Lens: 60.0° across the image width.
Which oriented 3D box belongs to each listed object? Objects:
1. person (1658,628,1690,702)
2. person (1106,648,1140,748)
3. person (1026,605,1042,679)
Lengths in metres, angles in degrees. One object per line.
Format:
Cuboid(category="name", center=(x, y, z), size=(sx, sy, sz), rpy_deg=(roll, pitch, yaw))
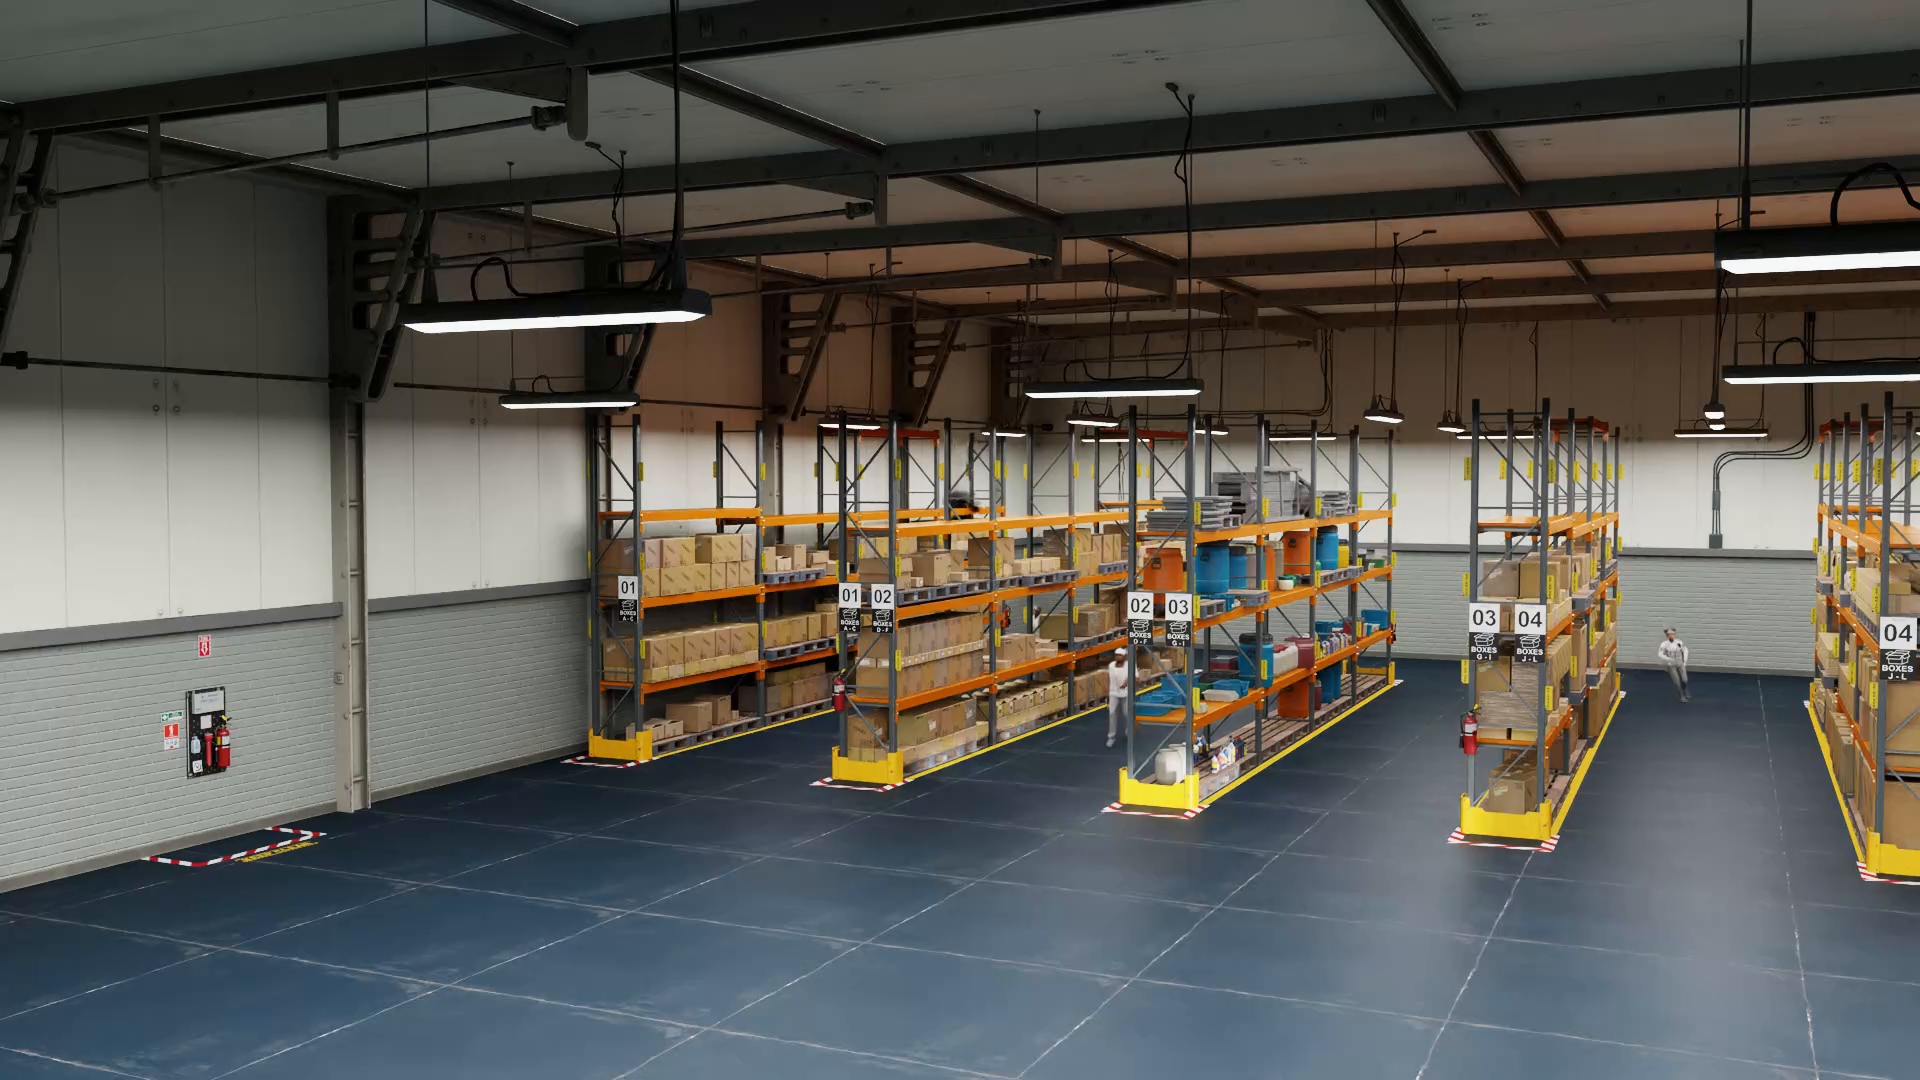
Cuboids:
Cuboid(category="person", center=(15.513, 2.713, 36.070), size=(0.682, 1.614, 0.517), rpy_deg=(1, 2, 14))
Cuboid(category="person", center=(2.989, 2.868, 30.606), size=(0.663, 1.777, 1.140), rpy_deg=(1, 2, 20))
Cuboid(category="person", center=(1.764, 2.322, 38.165), size=(0.559, 1.689, 0.701), rpy_deg=(1, 3, 27))
